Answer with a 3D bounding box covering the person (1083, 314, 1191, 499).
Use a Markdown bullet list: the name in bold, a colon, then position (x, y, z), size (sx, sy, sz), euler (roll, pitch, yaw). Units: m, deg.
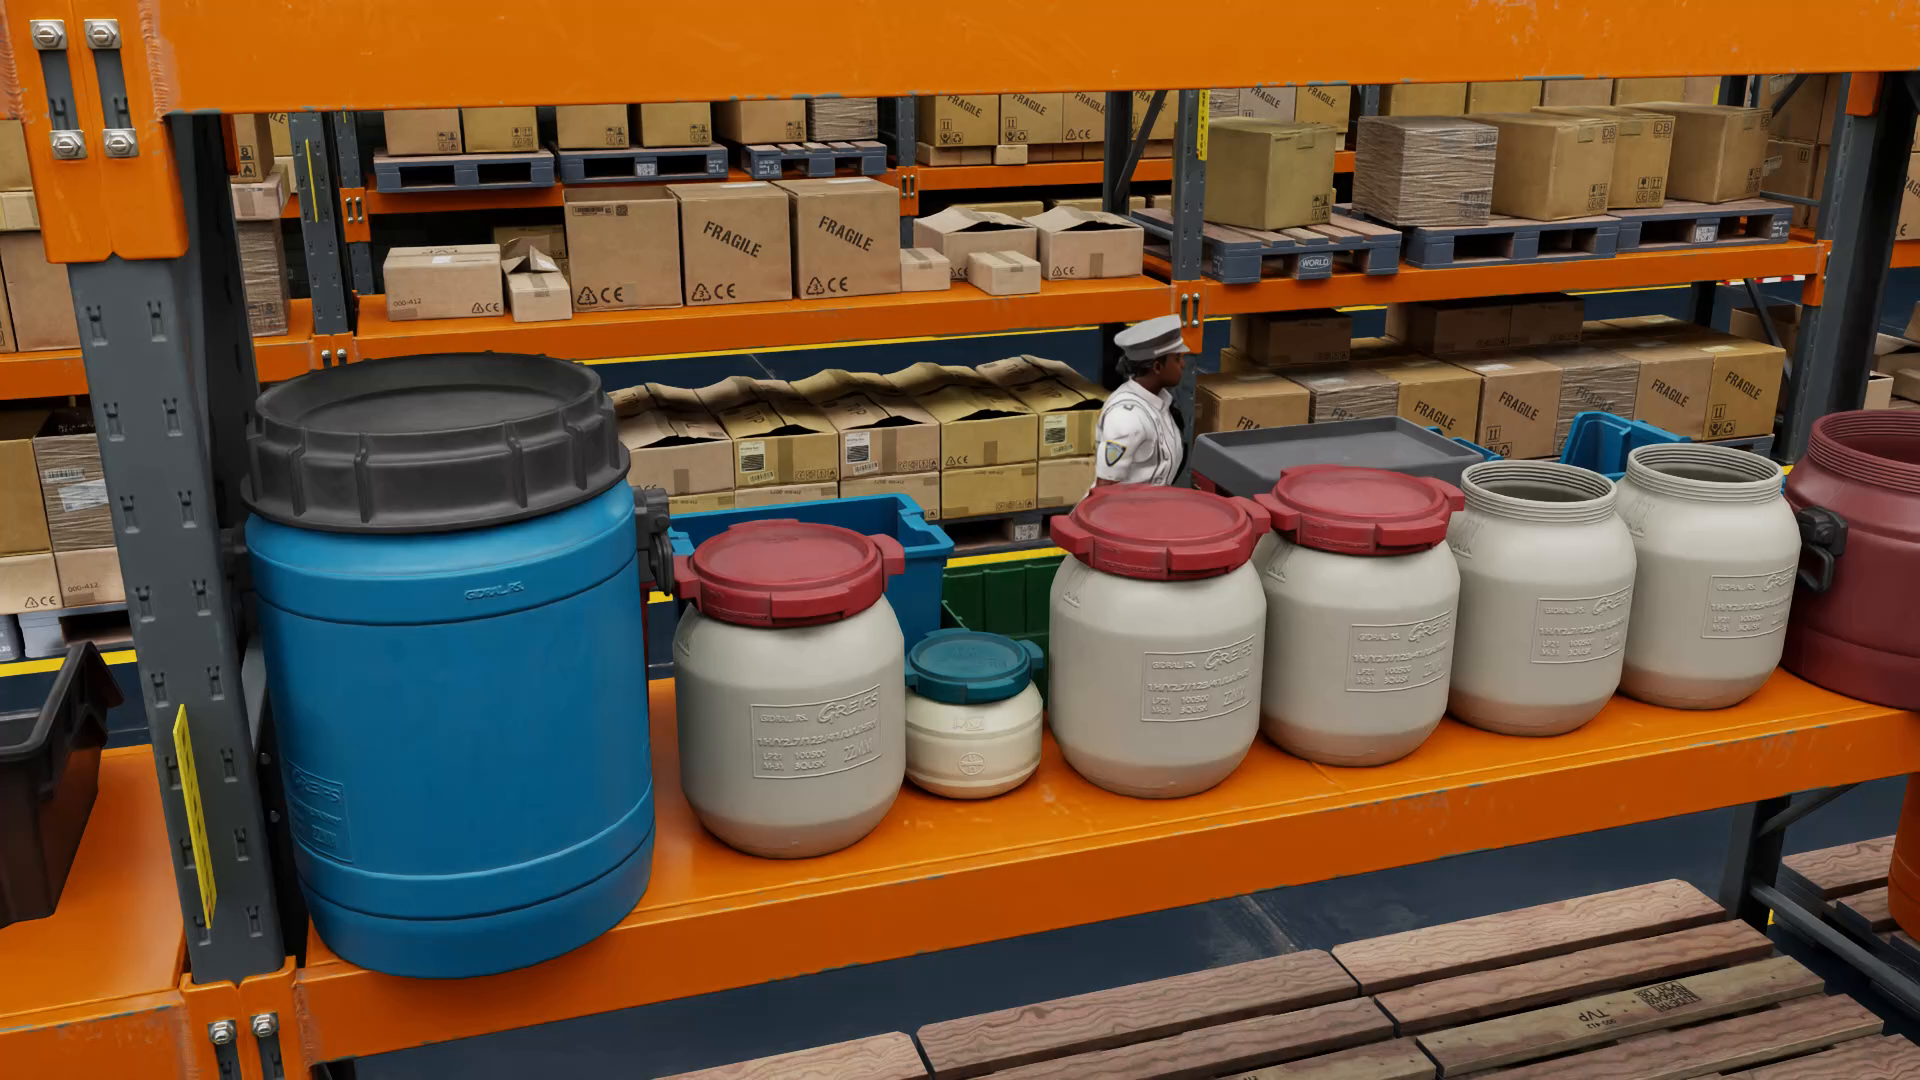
- **person**: position (0.519, -0.018, 6.102), size (0.718, 1.644, 0.509), euler (5, 20, 13)
